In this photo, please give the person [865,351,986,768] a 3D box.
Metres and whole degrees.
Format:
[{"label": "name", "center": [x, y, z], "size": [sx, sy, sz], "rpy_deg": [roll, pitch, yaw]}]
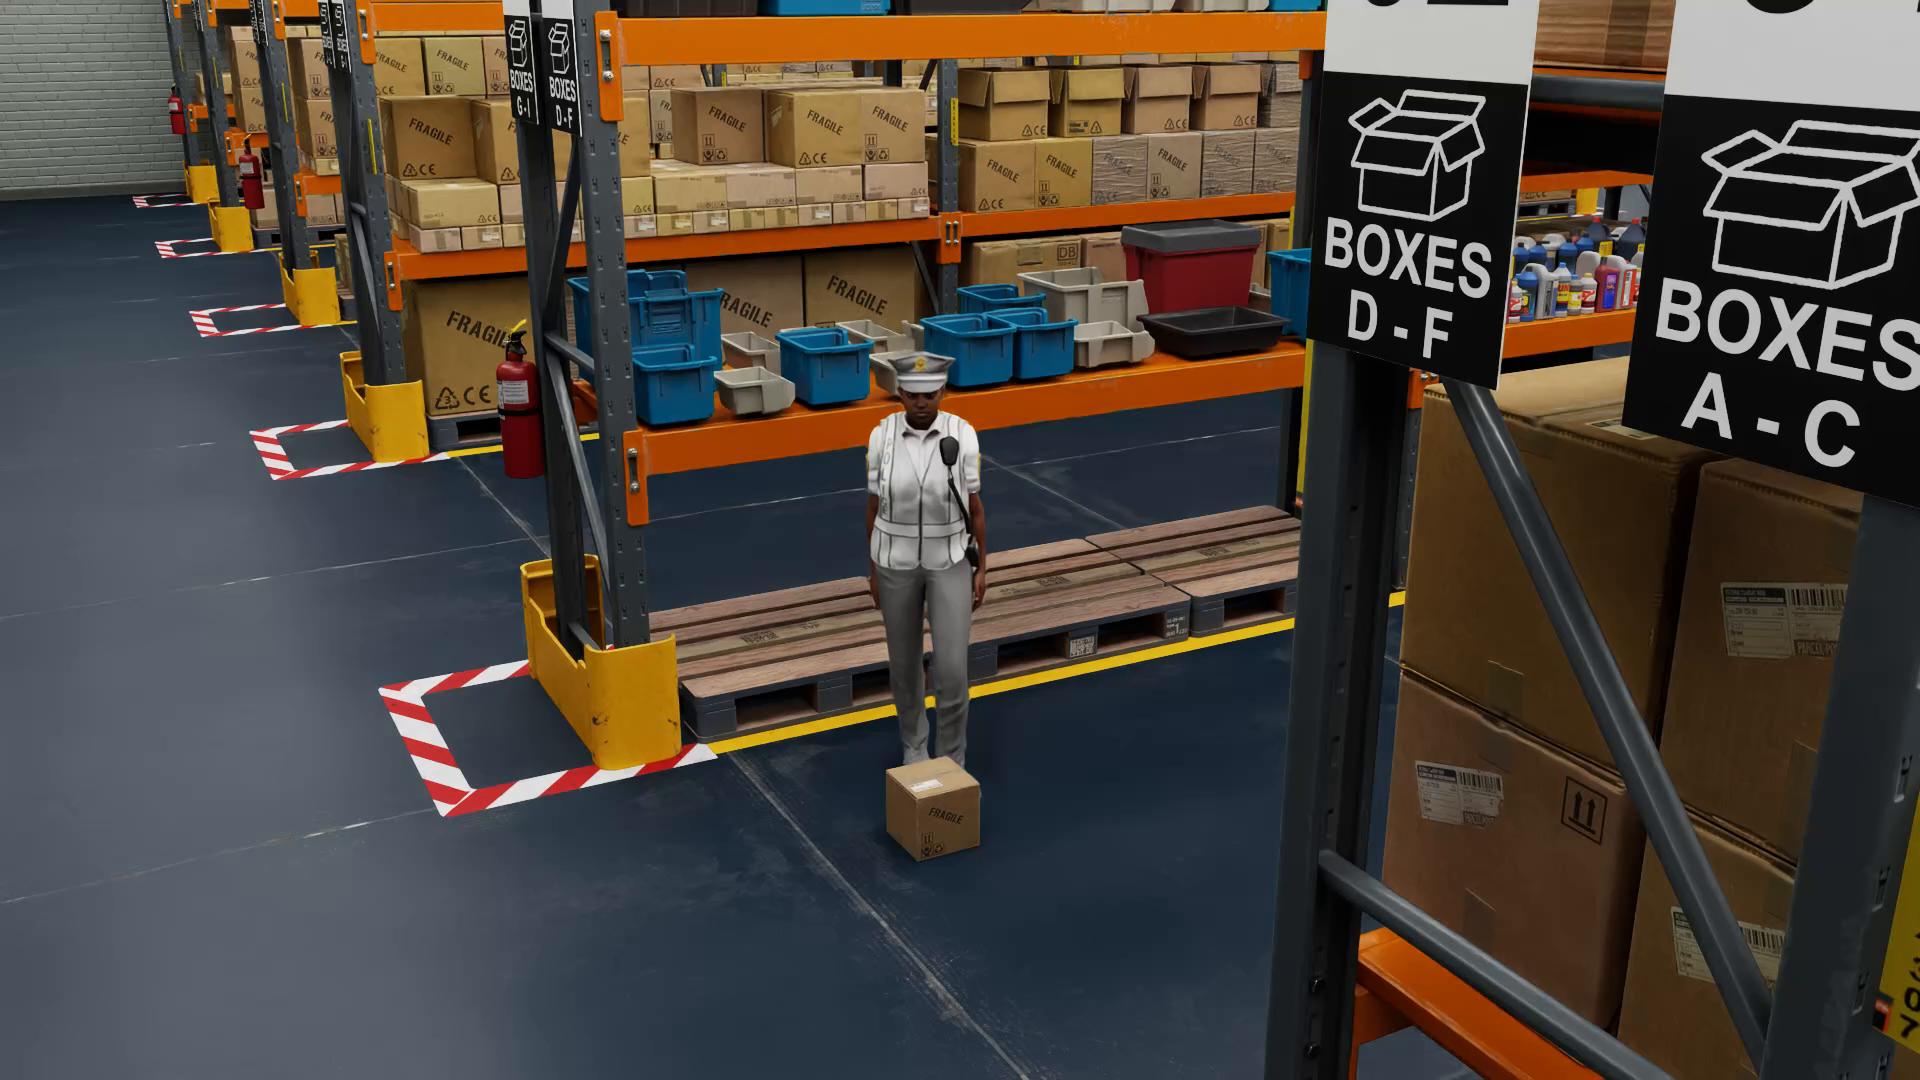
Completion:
[{"label": "person", "center": [-0.136, 0.143, 6.141], "size": [0.455, 1.695, 0.516], "rpy_deg": [1, 19, 4]}]
